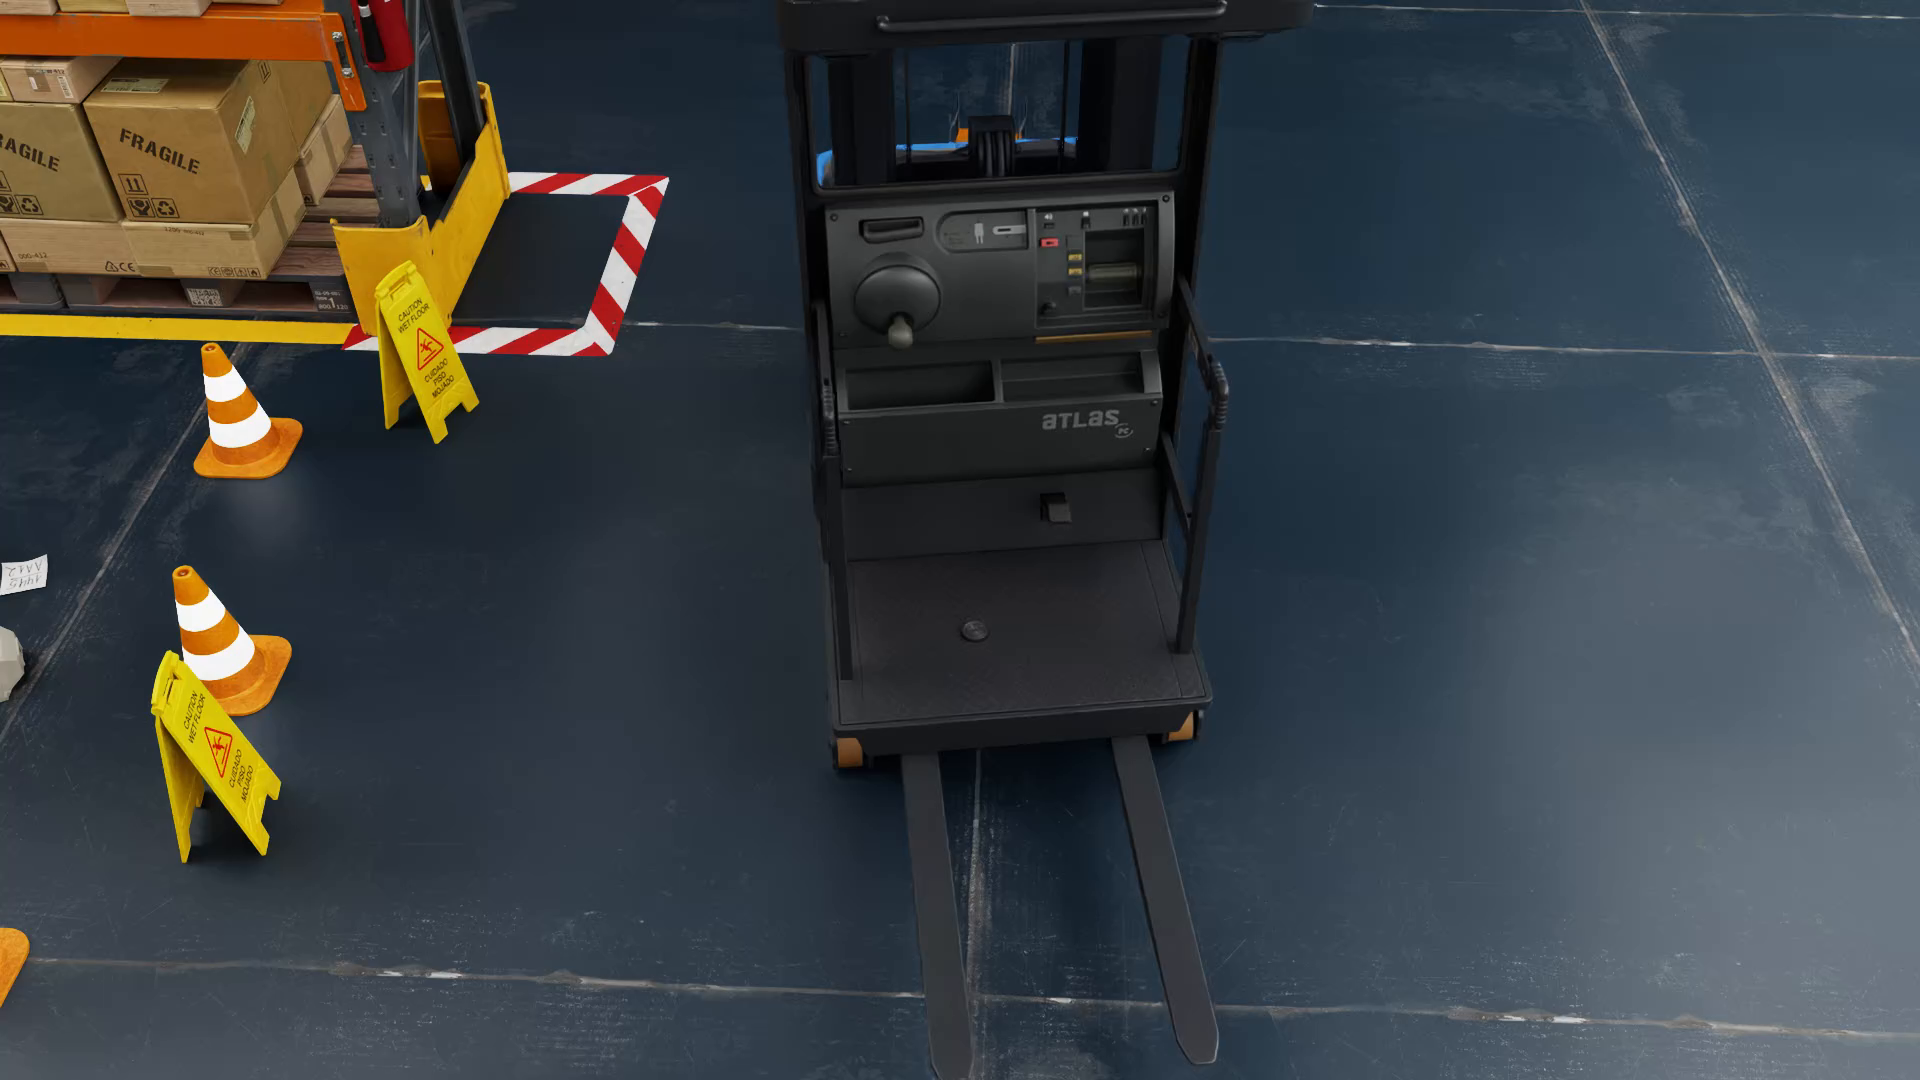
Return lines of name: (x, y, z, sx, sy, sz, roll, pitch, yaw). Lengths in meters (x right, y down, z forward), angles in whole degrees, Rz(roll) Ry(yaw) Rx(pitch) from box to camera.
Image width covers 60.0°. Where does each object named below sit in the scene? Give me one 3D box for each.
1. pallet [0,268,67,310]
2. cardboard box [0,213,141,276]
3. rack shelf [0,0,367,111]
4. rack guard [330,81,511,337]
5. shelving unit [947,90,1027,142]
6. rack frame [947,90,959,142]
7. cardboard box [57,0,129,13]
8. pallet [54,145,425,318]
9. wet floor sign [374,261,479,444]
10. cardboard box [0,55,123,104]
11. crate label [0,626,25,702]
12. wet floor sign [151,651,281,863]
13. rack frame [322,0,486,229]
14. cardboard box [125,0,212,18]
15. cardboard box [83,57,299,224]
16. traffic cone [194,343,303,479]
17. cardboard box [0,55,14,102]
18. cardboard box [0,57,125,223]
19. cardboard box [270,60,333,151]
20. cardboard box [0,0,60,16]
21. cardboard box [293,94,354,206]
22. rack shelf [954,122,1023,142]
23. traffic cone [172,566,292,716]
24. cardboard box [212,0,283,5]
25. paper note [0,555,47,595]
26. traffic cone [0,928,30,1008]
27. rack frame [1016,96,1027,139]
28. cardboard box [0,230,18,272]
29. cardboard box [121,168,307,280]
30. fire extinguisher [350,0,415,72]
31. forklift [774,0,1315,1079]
pallet: (-4.224, -1.368, 7.064, 1.213, 0.211, 1.003, 2, 43, 2)
cardboard box: (-3.459, -1.308, 6.663, 0.500, 0.250, 0.500, 2, 43, 2)
rack shelf: (-4.120, -2.096, 6.327, 4.000, 0.370, 1.077, 2, 43, 2)
rack guard: (-2.198, -1.385, 6.870, 0.348, 0.500, 1.175, 2, 43, 2)
shelving unit: (0.090, -1.119, 6.170, 0.252, 1.050, 0.215, 6, 39, 7)
rack frame: (-0.031, -1.133, 6.184, 0.008, 1.050, 0.200, 6, 39, 7)
cardboard box: (-3.019, -2.026, 5.909, 0.250, 0.149, 0.380, 1, 43, 1)
pallet: (-3.008, -1.329, 7.021, 1.213, 0.211, 1.003, 2, 43, 2)
wet floor sign: (-1.981, -0.702, 6.030, 0.232, 0.644, 0.267, 16, 45, 16)
cardboard box: (-3.304, -1.770, 6.132, 0.250, 0.149, 0.380, 3, 43, 3)
crate label: (-3.108, 0.399, 5.221, 0.298, 0.136, 0.250, -19, 46, -20)
wet floor sign: (-2.126, 0.590, 4.643, 0.232, 0.644, 0.267, -5, 43, -5)
rack frame: (-2.122, -2.298, 6.016, 0.127, 3.000, 1.000, 2, 43, 2)
cardboard box: (-2.764, -2.004, 5.885, 0.250, 0.149, 0.380, 1, 43, 1)
cardboard box: (-2.934, -1.567, 6.390, 0.500, 0.500, 0.500, 2, 43, 2)
traffic cone: (-2.610, -0.504, 5.952, 0.334, 0.463, 0.336, 2, 43, 2)
cardboard box: (-3.555, -1.779, 6.143, 0.250, 0.149, 0.380, 2, 43, 3)
cardboard box: (-3.456, -1.580, 6.405, 0.500, 0.500, 0.500, 3, 43, 3)
cardboard box: (-2.939, -1.933, 6.783, 0.500, 0.500, 0.500, 0, 43, 0)
cardboard box: (-3.277, -2.014, 5.895, 0.250, 0.149, 0.380, 2, 43, 3)
cardboard box: (-2.916, -1.658, 7.039, 0.500, 0.250, 0.500, 1, 43, 2)
rack shelf: (0.093, -1.333, 6.000, 0.240, 0.259, 0.215, 6, 39, 7)
traffic cone: (-2.320, 0.262, 5.129, 0.334, 0.463, 0.336, 2, 43, 2)
cardboard box: (-2.506, -2.072, 5.957, 0.250, 0.149, 0.380, 3, 43, 3)
paper note: (-3.156, 0.115, 5.604, 0.142, 0.019, 0.148, -12, 44, -13)
traffic cone: (-2.711, 1.021, 4.314, 0.334, 0.463, 0.336, 2, 43, 2)
rack frame: (0.210, -1.106, 6.155, 0.008, 1.050, 0.200, 6, 39, 7)
cardboard box: (-3.982, -1.320, 6.676, 0.500, 0.250, 0.500, 0, 43, 0)
cardboard box: (-2.966, -1.288, 6.641, 0.500, 0.250, 0.500, 2, 43, 2)
fire extinguisher: (-2.029, -1.952, 5.702, 0.183, 0.674, 0.296, 2, 43, 2)
forklift: (0.136, -0.638, 4.285, 1.130, 2.935, 3.031, -4, 43, -4)
